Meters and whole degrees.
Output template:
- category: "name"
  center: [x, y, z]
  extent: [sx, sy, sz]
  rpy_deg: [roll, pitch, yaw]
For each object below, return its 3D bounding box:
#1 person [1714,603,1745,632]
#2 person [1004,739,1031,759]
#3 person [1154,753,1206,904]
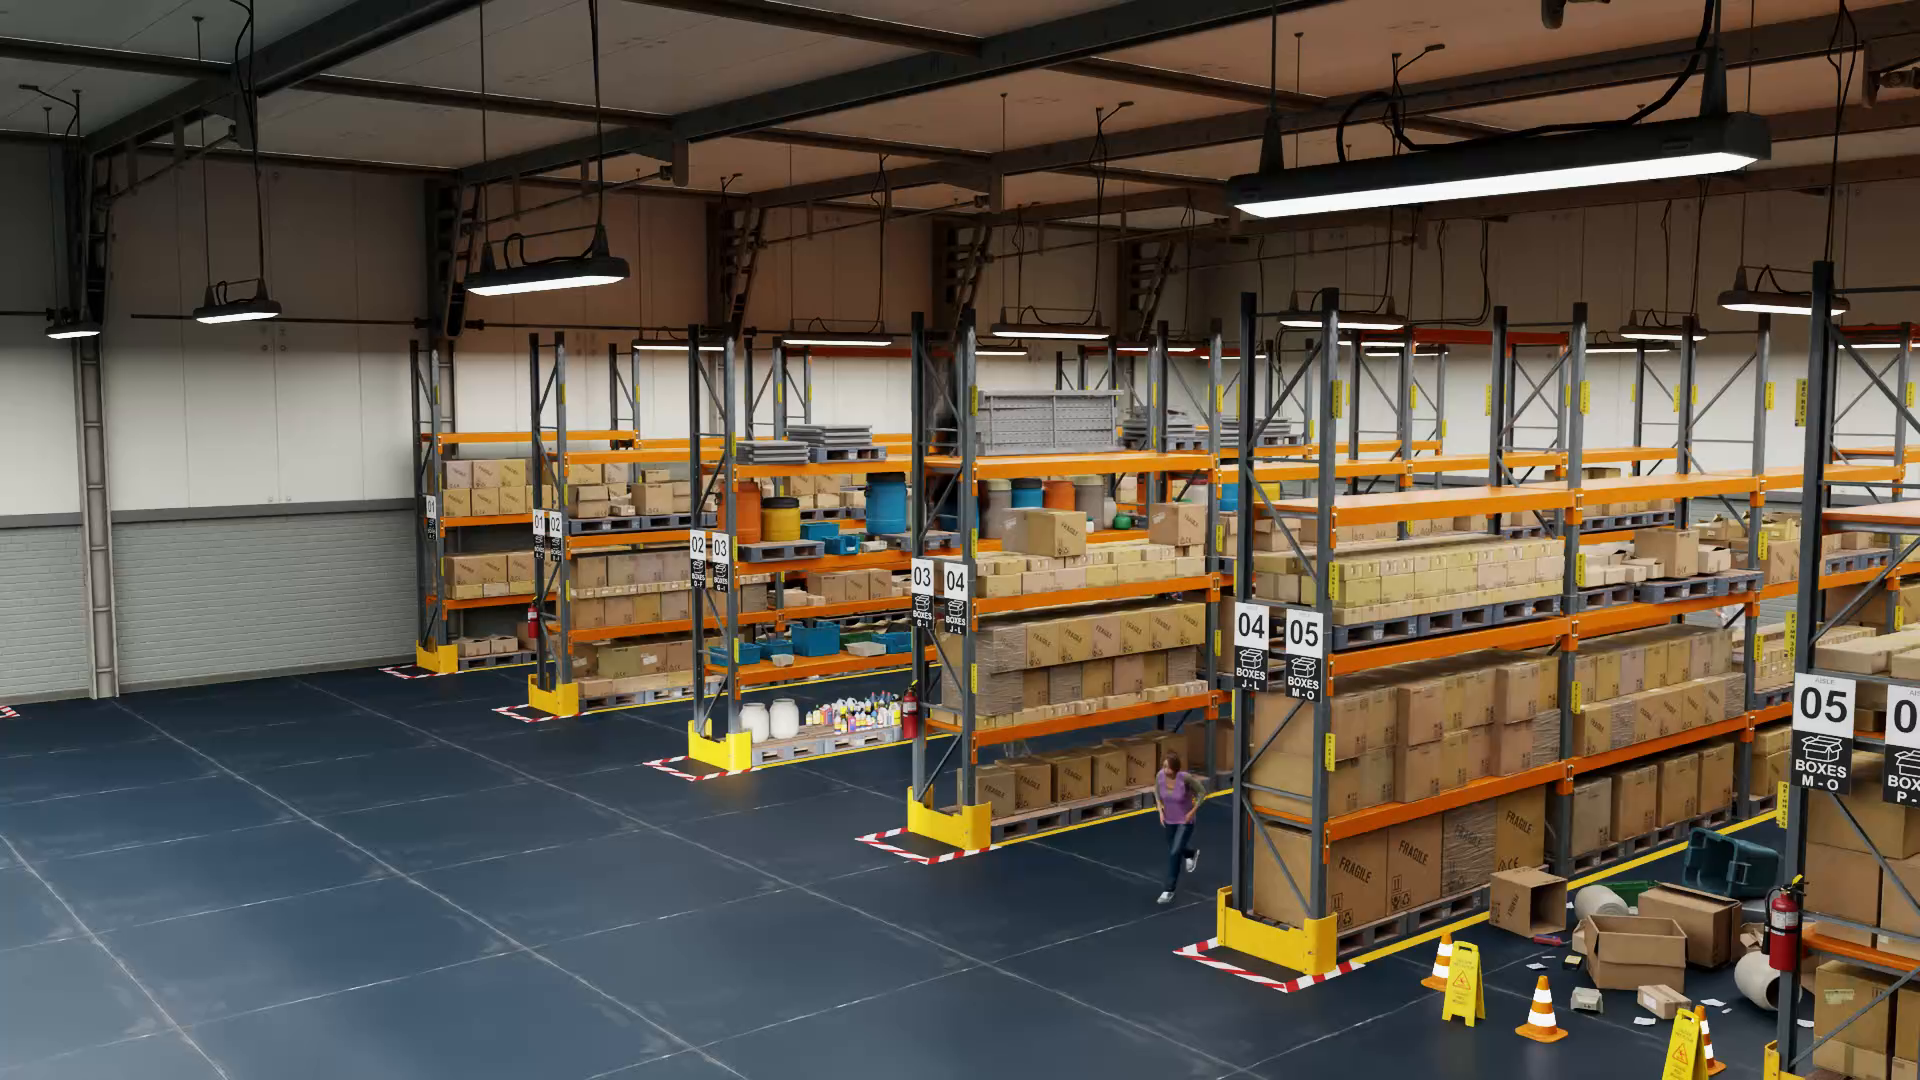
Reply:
- category: "person"
  center: [13.754, 1.542, 29.506]
  extent: [0.683, 1.734, 0.826]
  rpy_deg: [3, 6, 29]
- category: "person"
  center: [0.710, 2.242, 22.507]
  extent: [0.642, 1.678, 0.788]
  rpy_deg: [4, 7, 37]
- category: "person"
  center: [2.256, 2.865, 16.877]
  extent: [0.549, 1.548, 0.864]
  rpy_deg: [3, 6, 26]
